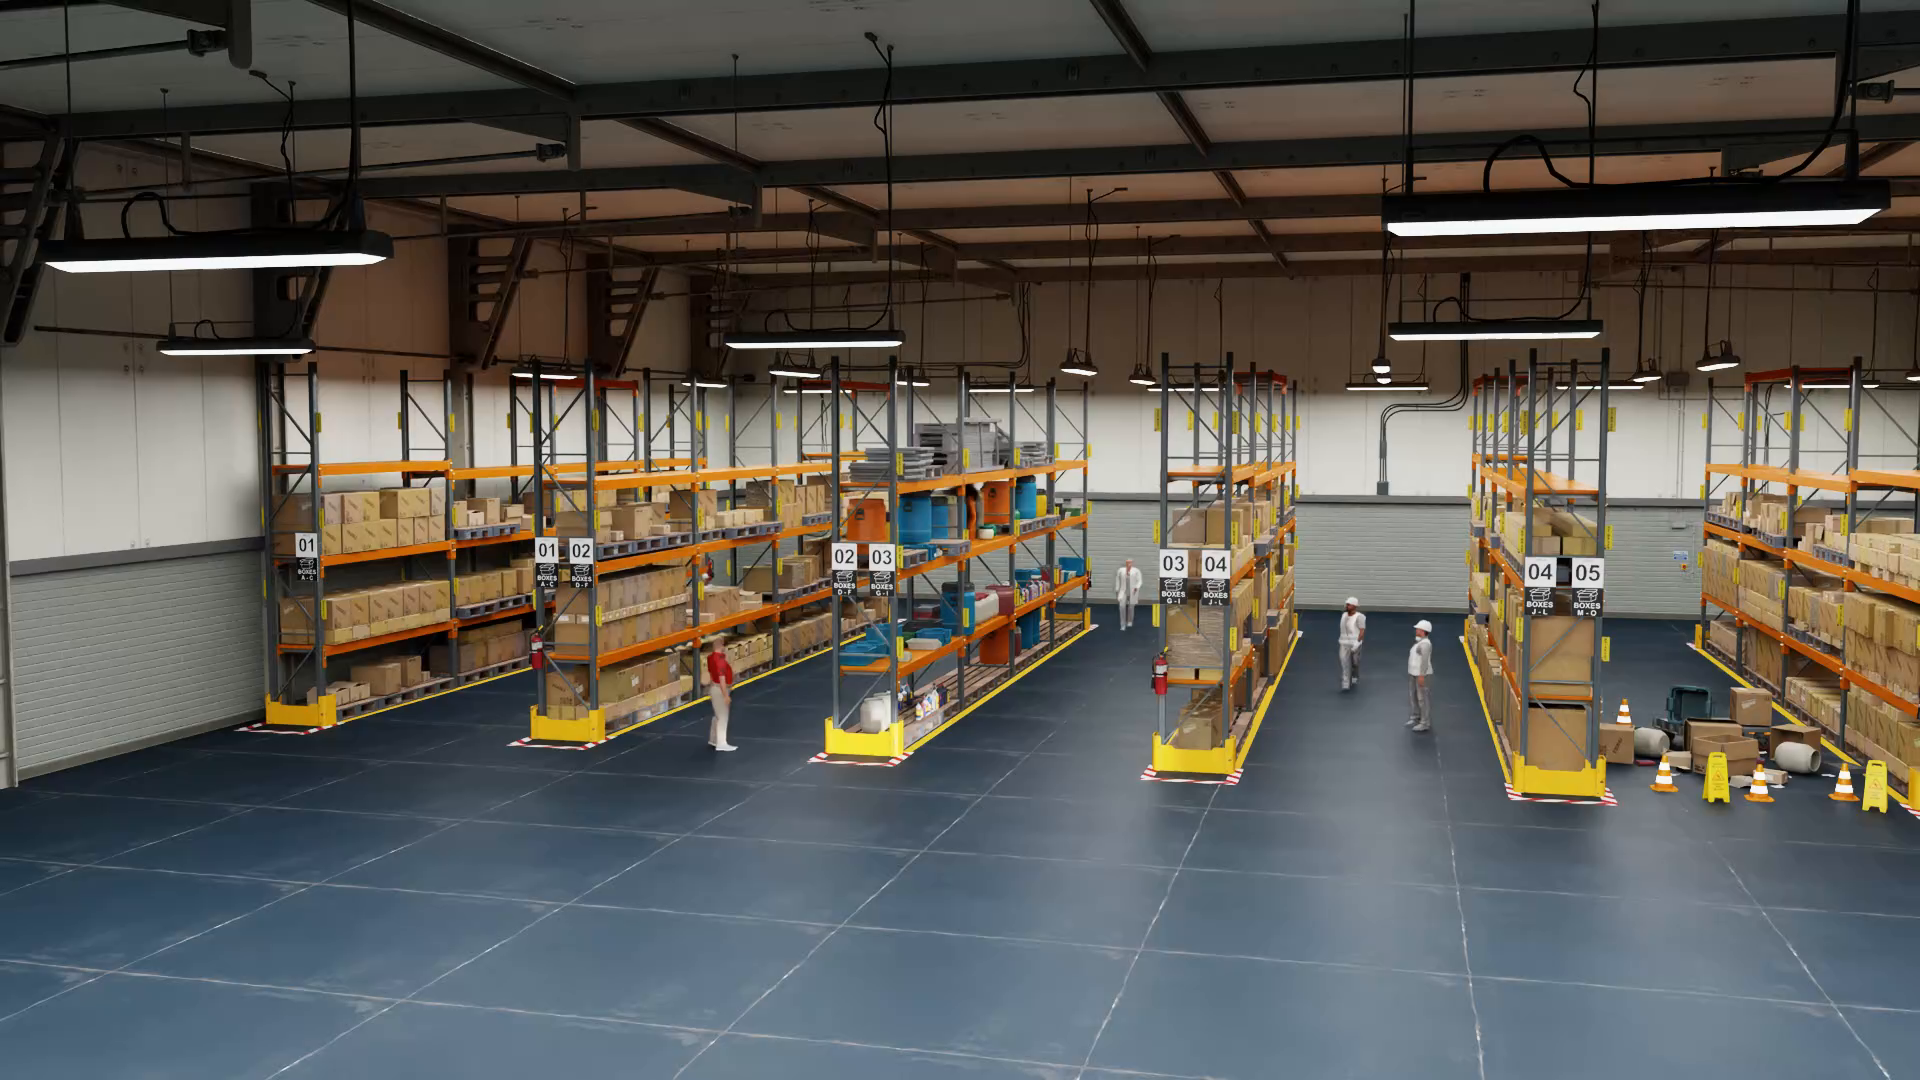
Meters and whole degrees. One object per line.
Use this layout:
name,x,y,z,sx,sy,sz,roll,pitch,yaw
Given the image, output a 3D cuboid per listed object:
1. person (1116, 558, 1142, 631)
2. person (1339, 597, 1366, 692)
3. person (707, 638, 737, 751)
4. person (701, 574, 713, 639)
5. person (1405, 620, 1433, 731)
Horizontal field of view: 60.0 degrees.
person,4.097,1.332,40.421,0.666,1.814,0.935,1,4,12
person,7.348,1.916,31.180,0.482,1.684,1.092,1,4,12
person,-3.643,2.371,25.466,0.428,1.763,0.618,-1,4,-13
person,-5.733,1.560,37.421,0.483,1.622,0.921,1,4,9
person,7.528,2.199,27.187,0.394,1.780,0.572,-1,4,-9
